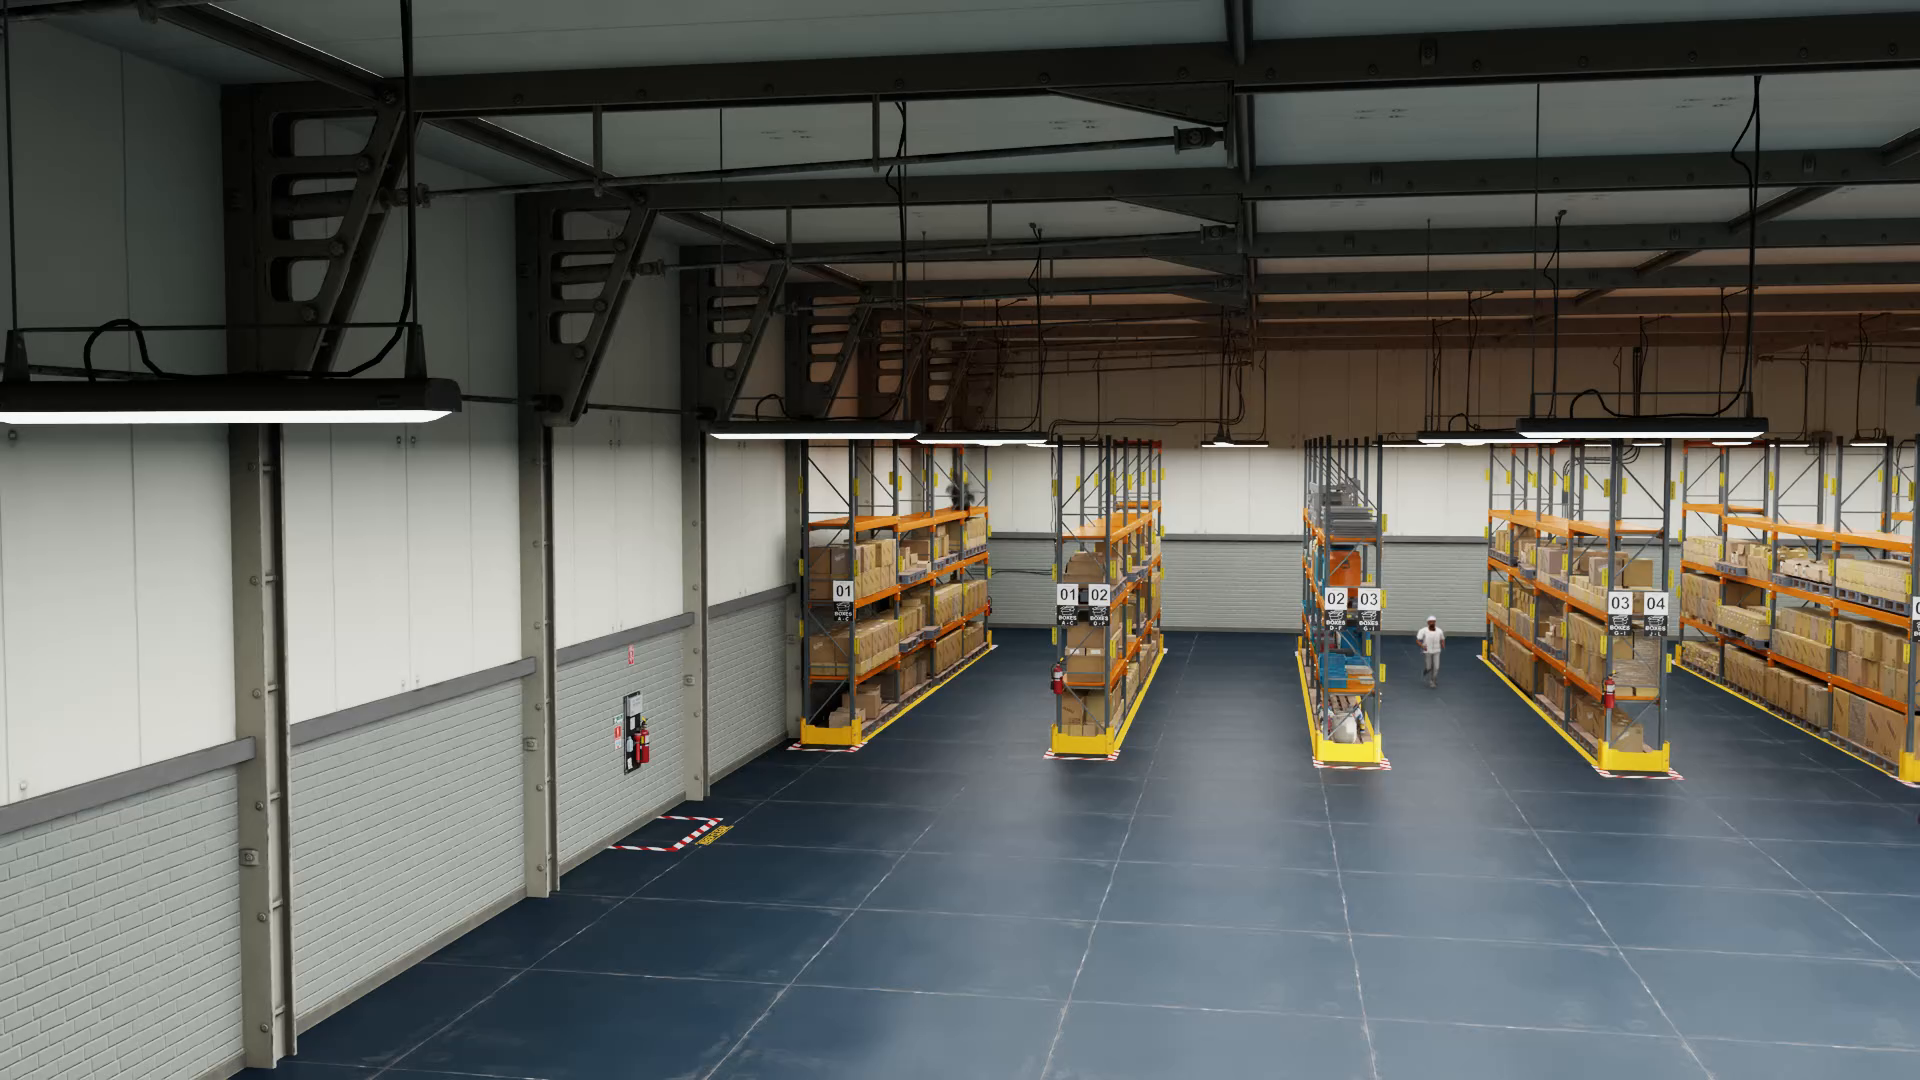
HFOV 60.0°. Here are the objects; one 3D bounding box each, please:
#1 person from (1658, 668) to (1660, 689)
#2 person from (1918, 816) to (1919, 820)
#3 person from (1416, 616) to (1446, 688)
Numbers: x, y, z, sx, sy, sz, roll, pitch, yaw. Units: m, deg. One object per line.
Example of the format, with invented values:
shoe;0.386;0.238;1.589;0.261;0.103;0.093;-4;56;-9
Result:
person;16.229;2.804;38.815;0.572;1.633;0.733;0;3;-6
person;14.832;3.563;24.999;0.723;1.694;0.581;3;4;40
person;11.377;2.694;40.125;0.702;1.718;0.625;0;3;0
